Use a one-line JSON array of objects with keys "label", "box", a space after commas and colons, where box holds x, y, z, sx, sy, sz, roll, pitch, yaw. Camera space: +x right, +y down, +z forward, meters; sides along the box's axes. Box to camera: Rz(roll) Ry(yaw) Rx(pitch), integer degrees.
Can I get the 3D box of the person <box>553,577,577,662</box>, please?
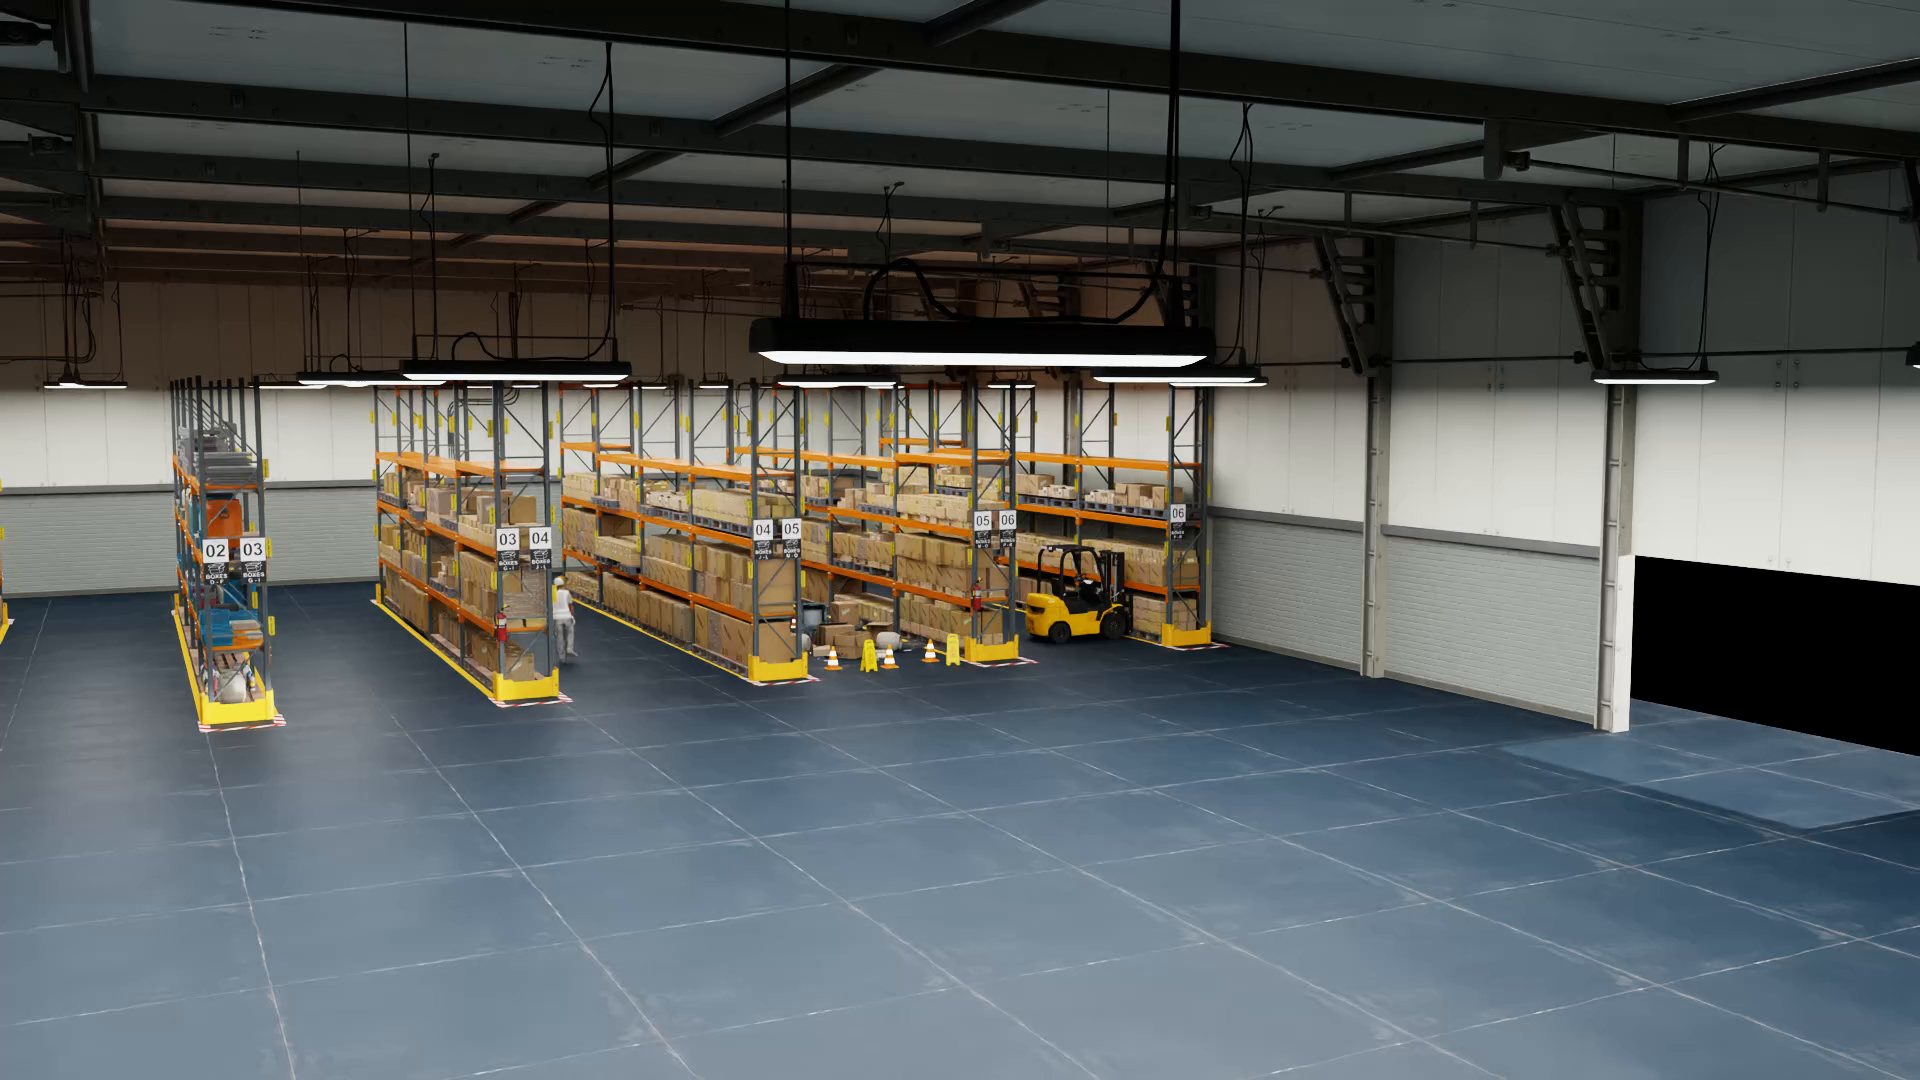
[{"label": "person", "box": [-8.483, 1.687, 35.383, 0.594, 1.773, 0.540, -2, 5, -17]}]
